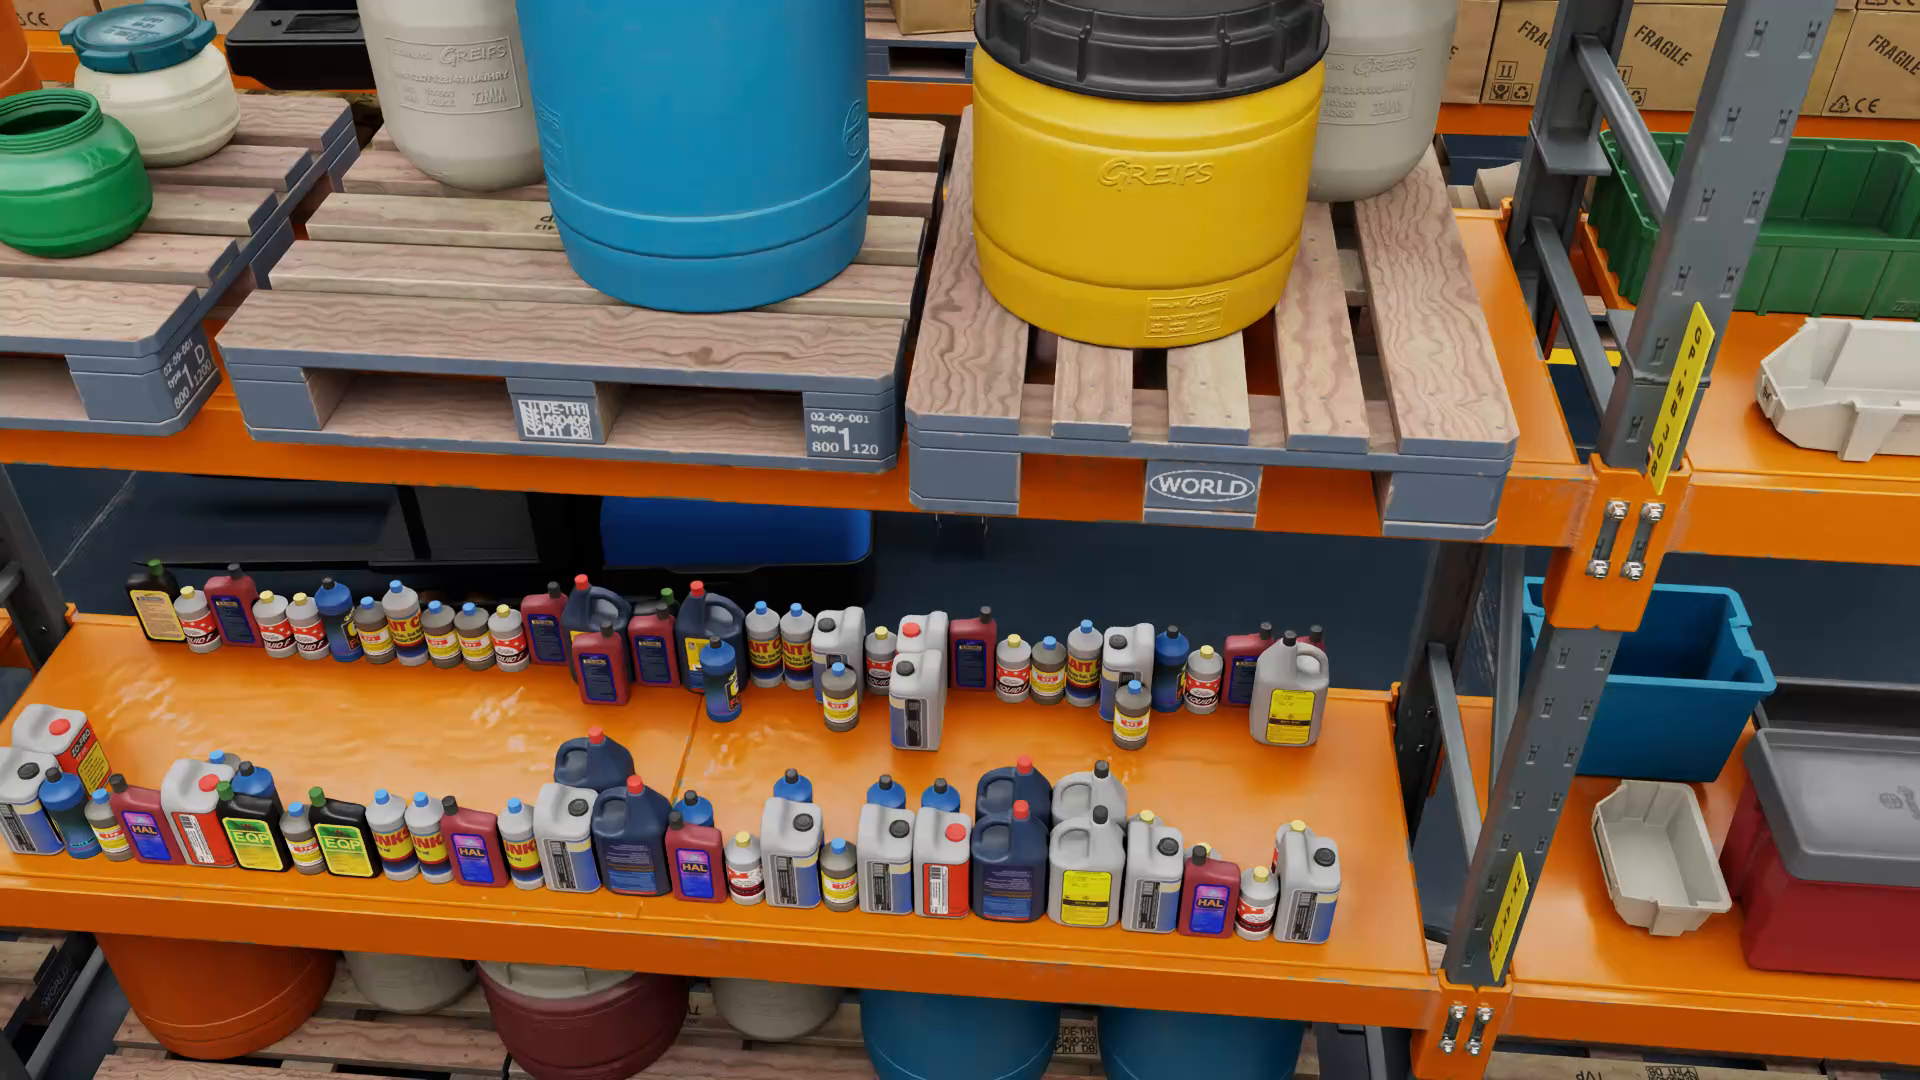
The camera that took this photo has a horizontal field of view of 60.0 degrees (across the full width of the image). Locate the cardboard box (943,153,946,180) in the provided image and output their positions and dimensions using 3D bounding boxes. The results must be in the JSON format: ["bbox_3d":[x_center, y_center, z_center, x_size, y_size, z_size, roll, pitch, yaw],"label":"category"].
[{"bbox_3d":[-0.336,-1.660,8.545,0.500,0.500,0.500,2,39,2],"label":"cardboard box"}]

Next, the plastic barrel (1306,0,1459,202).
[{"bbox_3d":[0.745,-0.977,3.257,0.433,0.535,0.433,0,39,0],"label":"plastic barrel"}]

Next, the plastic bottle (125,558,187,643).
[{"bbox_3d":[-2.298,0.170,4.758,0.133,0.283,0.061,3,39,4],"label":"plastic bottle"}]

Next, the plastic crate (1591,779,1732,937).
[{"bbox_3d":[1.699,0.783,4.073,0.243,0.136,0.396,3,39,4],"label":"plastic crate"}]

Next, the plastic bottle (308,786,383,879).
[{"bbox_3d":[-1.514,0.717,4.086,0.133,0.283,0.061,3,39,4],"label":"plastic bottle"}]

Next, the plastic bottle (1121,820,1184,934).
[{"bbox_3d":[0.463,0.799,3.991,0.135,0.276,0.152,3,39,4],"label":"plastic bottle"}]

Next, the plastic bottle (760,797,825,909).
[{"bbox_3d":[-0.404,0.751,4.049,0.135,0.276,0.152,3,39,4],"label":"plastic bottle"}]

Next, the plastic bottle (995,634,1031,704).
[{"bbox_3d":[0.148,0.347,4.605,0.097,0.201,0.097,0,39,0],"label":"plastic bottle"}]

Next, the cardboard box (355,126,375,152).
[{"bbox_3d":[-3.368,-1.956,8.678,0.500,0.311,0.500,3,39,3],"label":"cardboard box"}]

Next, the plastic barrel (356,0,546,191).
[{"bbox_3d":[-0.958,-1.006,3.294,0.433,0.535,0.433,0,39,0],"label":"plastic barrel"}]

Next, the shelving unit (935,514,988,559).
[{"bbox_3d":[0.008,-0.349,6.965,0.210,0.900,0.258,3,39,4],"label":"shelving unit"}]

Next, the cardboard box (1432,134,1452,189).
[{"bbox_3d":[2.271,-1.875,8.809,0.500,0.500,0.500,3,39,4],"label":"cardboard box"}]

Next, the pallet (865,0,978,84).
[{"bbox_3d":[-0.369,-2.567,8.179,1.213,0.211,1.003,3,39,4],"label":"pallet"}]

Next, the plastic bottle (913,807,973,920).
[{"bbox_3d":[-0.039,0.771,4.025,0.135,0.276,0.152,3,39,4],"label":"plastic bottle"}]

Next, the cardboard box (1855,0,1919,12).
[{"bbox_3d":[4.176,-2.639,7.244,0.500,0.500,0.500,4,39,5],"label":"cardboard box"}]

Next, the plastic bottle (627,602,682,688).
[{"bbox_3d":[-0.847,0.288,4.613,0.133,0.283,0.061,3,39,4],"label":"plastic bottle"}]

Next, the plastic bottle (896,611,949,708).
[{"bbox_3d":[-0.103,0.322,4.577,0.135,0.276,0.152,3,39,4],"label":"plastic bottle"}]

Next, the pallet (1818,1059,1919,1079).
[{"bbox_3d":[3.202,1.751,4.932,1.213,0.211,1.003,3,39,4],"label":"pallet"}]

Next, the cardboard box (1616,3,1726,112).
[{"bbox_3d":[3.172,-2.311,7.634,0.500,0.500,0.500,3,39,4],"label":"cardboard box"}]

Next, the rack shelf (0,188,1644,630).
[{"bbox_3d":[-0.745,-0.405,3.565,4.000,0.370,1.077,3,39,4],"label":"rack shelf"}]

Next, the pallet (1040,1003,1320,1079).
[{"bbox_3d":[0.482,1.602,5.115,1.213,0.211,1.003,3,39,4],"label":"pallet"}]

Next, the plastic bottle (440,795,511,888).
[{"bbox_3d":[-1.187,0.735,4.064,0.133,0.283,0.061,3,39,4],"label":"plastic bottle"}]

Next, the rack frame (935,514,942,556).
[{"bbox_3d":[-0.093,-0.354,6.972,0.006,0.900,0.240,3,39,4],"label":"rack frame"}]

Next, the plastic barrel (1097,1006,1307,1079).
[{"bbox_3d":[0.707,1.199,4.730,0.708,0.901,0.600,3,39,4],"label":"plastic barrel"}]

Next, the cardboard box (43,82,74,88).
[{"bbox_3d":[-4.847,-2.381,9.201,0.500,0.311,0.500,3,39,4],"label":"cardboard box"}]

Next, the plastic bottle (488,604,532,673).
[{"bbox_3d":[-1.276,0.269,4.701,0.097,0.201,0.097,0,39,0],"label":"plastic bottle"}]

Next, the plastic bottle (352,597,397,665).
[{"bbox_3d":[-1.663,0.248,4.727,0.097,0.201,0.097,0,39,0],"label":"plastic bottle"}]

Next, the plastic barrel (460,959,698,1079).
[{"bbox_3d":[-1.124,1.221,4.952,0.708,0.588,0.600,3,39,4],"label":"plastic barrel"}]

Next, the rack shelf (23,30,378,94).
[{"bbox_3d":[-4.299,-2.574,8.606,4.000,0.370,1.077,3,39,4],"label":"rack shelf"}]

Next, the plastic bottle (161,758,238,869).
[{"bbox_3d":[-1.873,0.671,4.148,0.135,0.276,0.152,3,39,4],"label":"plastic bottle"}]

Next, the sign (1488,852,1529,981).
[{"bbox_3d":[1.198,0.827,3.638,0.005,0.325,0.100,3,39,4],"label":"sign"}]

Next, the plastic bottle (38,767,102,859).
[{"bbox_3d":[-2.221,0.671,4.151,0.097,0.271,0.097,0,39,0],"label":"plastic bottle"}]

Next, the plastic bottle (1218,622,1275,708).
[{"bbox_3d":[0.786,0.338,4.551,0.133,0.283,0.061,3,39,4],"label":"plastic bottle"}]

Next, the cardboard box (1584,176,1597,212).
[{"bbox_3d":[3.551,-1.630,8.505,0.637,0.503,0.797,3,39,4],"label":"cardboard box"}]

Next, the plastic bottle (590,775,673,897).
[{"bbox_3d":[-0.794,0.704,4.049,0.185,0.351,0.144,3,39,4],"label":"plastic bottle"}]

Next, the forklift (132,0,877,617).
[{"bbox_3d":[-1.877,-1.108,6.290,3.031,2.935,1.130,-1,39,-1],"label":"forklift"}]

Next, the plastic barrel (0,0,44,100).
[{"bbox_3d":[-2.172,-1.089,3.163,0.708,0.830,0.600,3,39,4],"label":"plastic barrel"}]

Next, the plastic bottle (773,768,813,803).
[{"bbox_3d":[-0.412,0.674,4.148,0.097,0.271,0.097,0,39,0],"label":"plastic bottle"}]

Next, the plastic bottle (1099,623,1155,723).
[{"bbox_3d":[0.455,0.352,4.540,0.135,0.276,0.152,3,39,4],"label":"plastic bottle"}]

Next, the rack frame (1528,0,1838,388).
[{"bbox_3d":[1.248,-1.738,2.257,0.127,3.000,1.000,3,39,4],"label":"rack frame"}]

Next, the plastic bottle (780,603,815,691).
[{"bbox_3d":[-0.447,0.287,4.623,0.097,0.271,0.097,0,39,0],"label":"plastic bottle"}]

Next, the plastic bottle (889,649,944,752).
[{"bbox_3d":[-0.116,0.417,4.460,0.135,0.276,0.152,3,39,4],"label":"plastic bottle"}]

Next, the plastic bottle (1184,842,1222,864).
[{"bbox_3d":[0.581,0.813,4.032,0.097,0.201,0.097,0,39,0],"label":"plastic bottle"}]

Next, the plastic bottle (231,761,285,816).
[{"bbox_3d":[-1.755,0.658,4.167,0.097,0.271,0.097,0,39,0],"label":"plastic bottle"}]

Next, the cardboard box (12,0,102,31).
[{"bbox_3d":[-4.504,-2.893,8.349,0.500,0.500,0.500,3,39,4],"label":"cardboard box"}]

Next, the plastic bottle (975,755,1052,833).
[{"bbox_3d":[0.132,0.663,4.099,0.185,0.351,0.144,3,39,4],"label":"plastic bottle"}]

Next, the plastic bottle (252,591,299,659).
[{"bbox_3d":[-1.954,0.232,4.746,0.097,0.201,0.097,0,39,0],"label":"plastic bottle"}]

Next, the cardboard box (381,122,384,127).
[{"bbox_3d":[-2.803,-2.271,9.066,0.500,0.311,0.500,4,39,5],"label":"cardboard box"}]

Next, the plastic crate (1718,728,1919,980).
[{"bbox_3d":[2.115,0.747,3.858,0.583,0.464,0.402,3,39,4],"label":"plastic crate"}]

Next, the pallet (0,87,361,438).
[{"bbox_3d":[-1.984,-0.616,3.404,1.213,0.211,1.003,3,39,4],"label":"pallet"}]

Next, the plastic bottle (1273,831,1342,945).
[{"bbox_3d":[0.827,0.819,3.966,0.135,0.276,0.152,3,39,4],"label":"plastic bottle"}]

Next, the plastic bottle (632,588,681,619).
[{"bbox_3d":[-0.842,0.249,4.660,0.133,0.283,0.061,3,39,4],"label":"plastic bottle"}]
